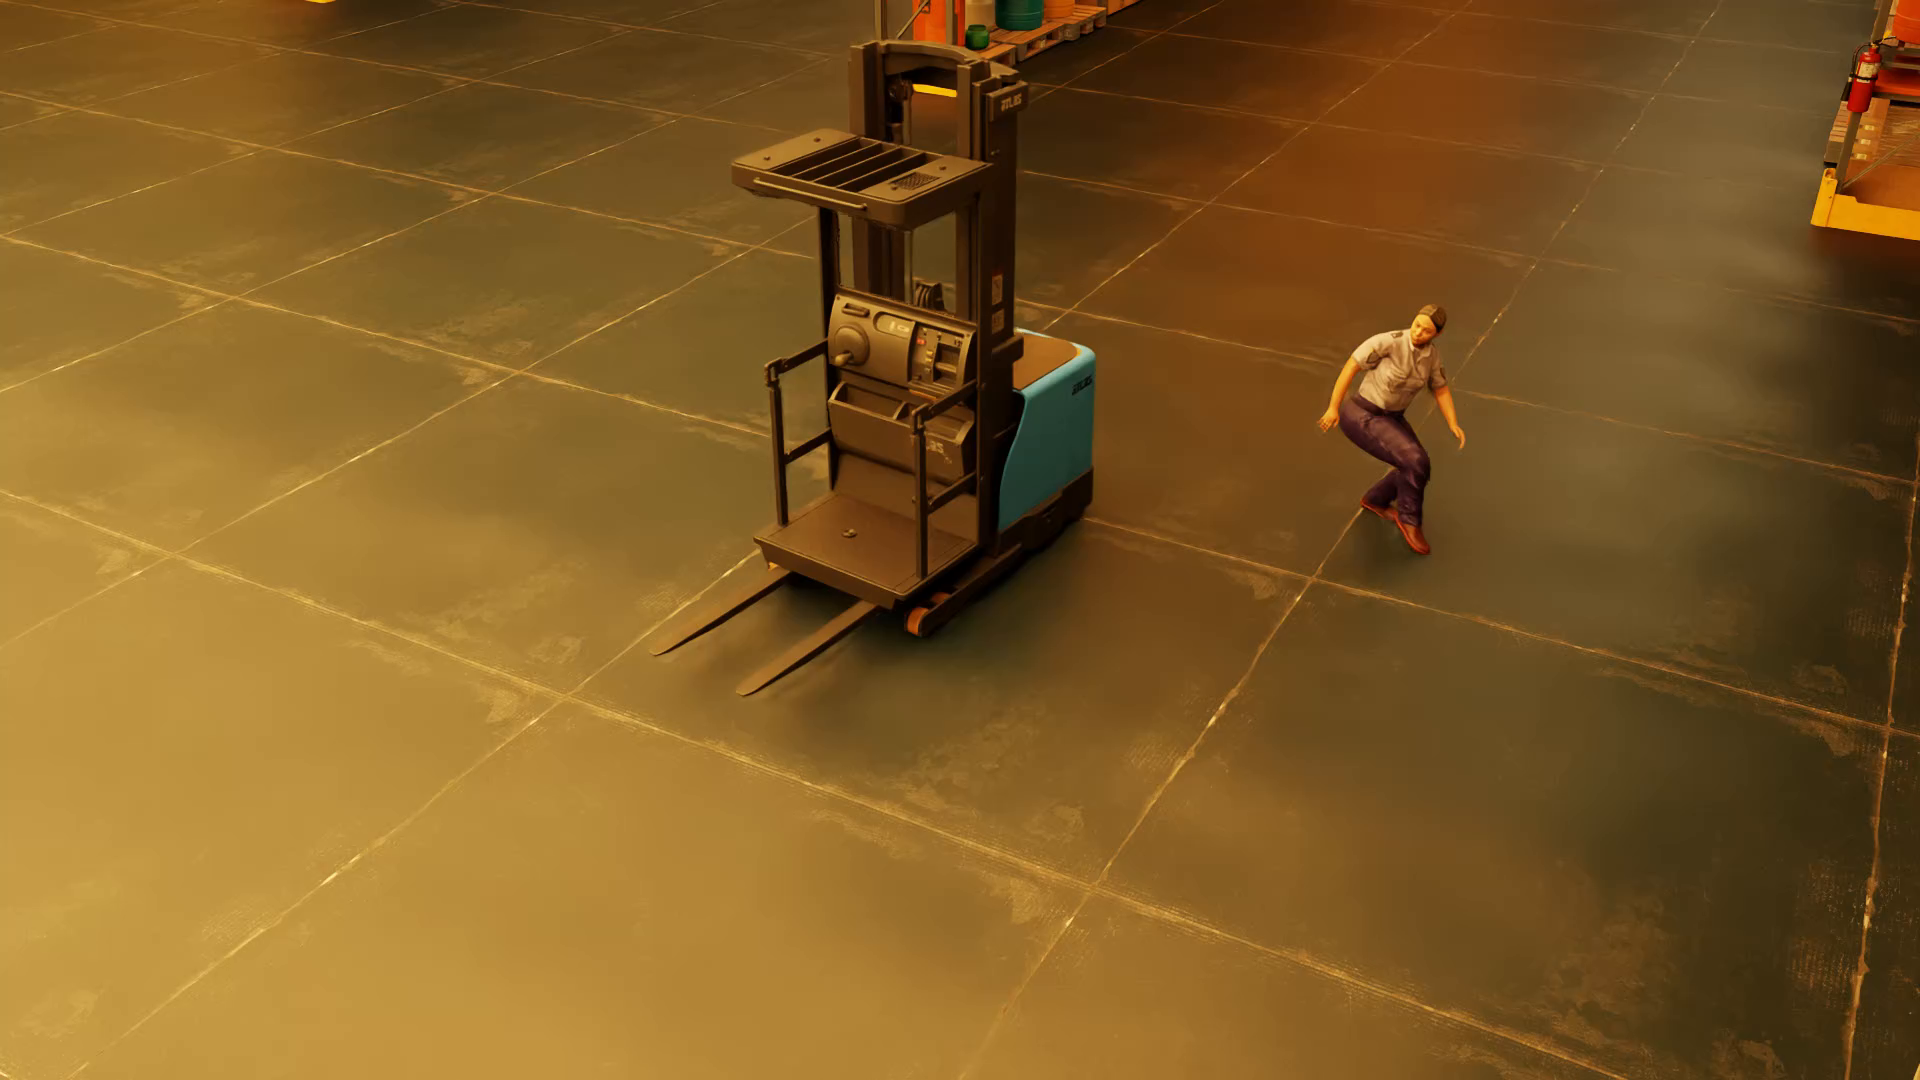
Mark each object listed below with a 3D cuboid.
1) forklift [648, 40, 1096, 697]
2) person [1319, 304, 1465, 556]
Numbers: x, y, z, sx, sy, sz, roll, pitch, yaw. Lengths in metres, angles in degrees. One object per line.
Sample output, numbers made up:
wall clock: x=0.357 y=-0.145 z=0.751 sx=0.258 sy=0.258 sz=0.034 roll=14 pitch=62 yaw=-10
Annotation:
forklift: x=-0.450 y=-1.015 z=8.829 sx=1.130 sy=2.935 sz=3.031 roll=20 pitch=35 yaw=31
person: x=2.582 y=-0.669 z=9.738 sx=0.705 sy=1.460 sz=0.713 roll=-24 pitch=38 yaw=-35
